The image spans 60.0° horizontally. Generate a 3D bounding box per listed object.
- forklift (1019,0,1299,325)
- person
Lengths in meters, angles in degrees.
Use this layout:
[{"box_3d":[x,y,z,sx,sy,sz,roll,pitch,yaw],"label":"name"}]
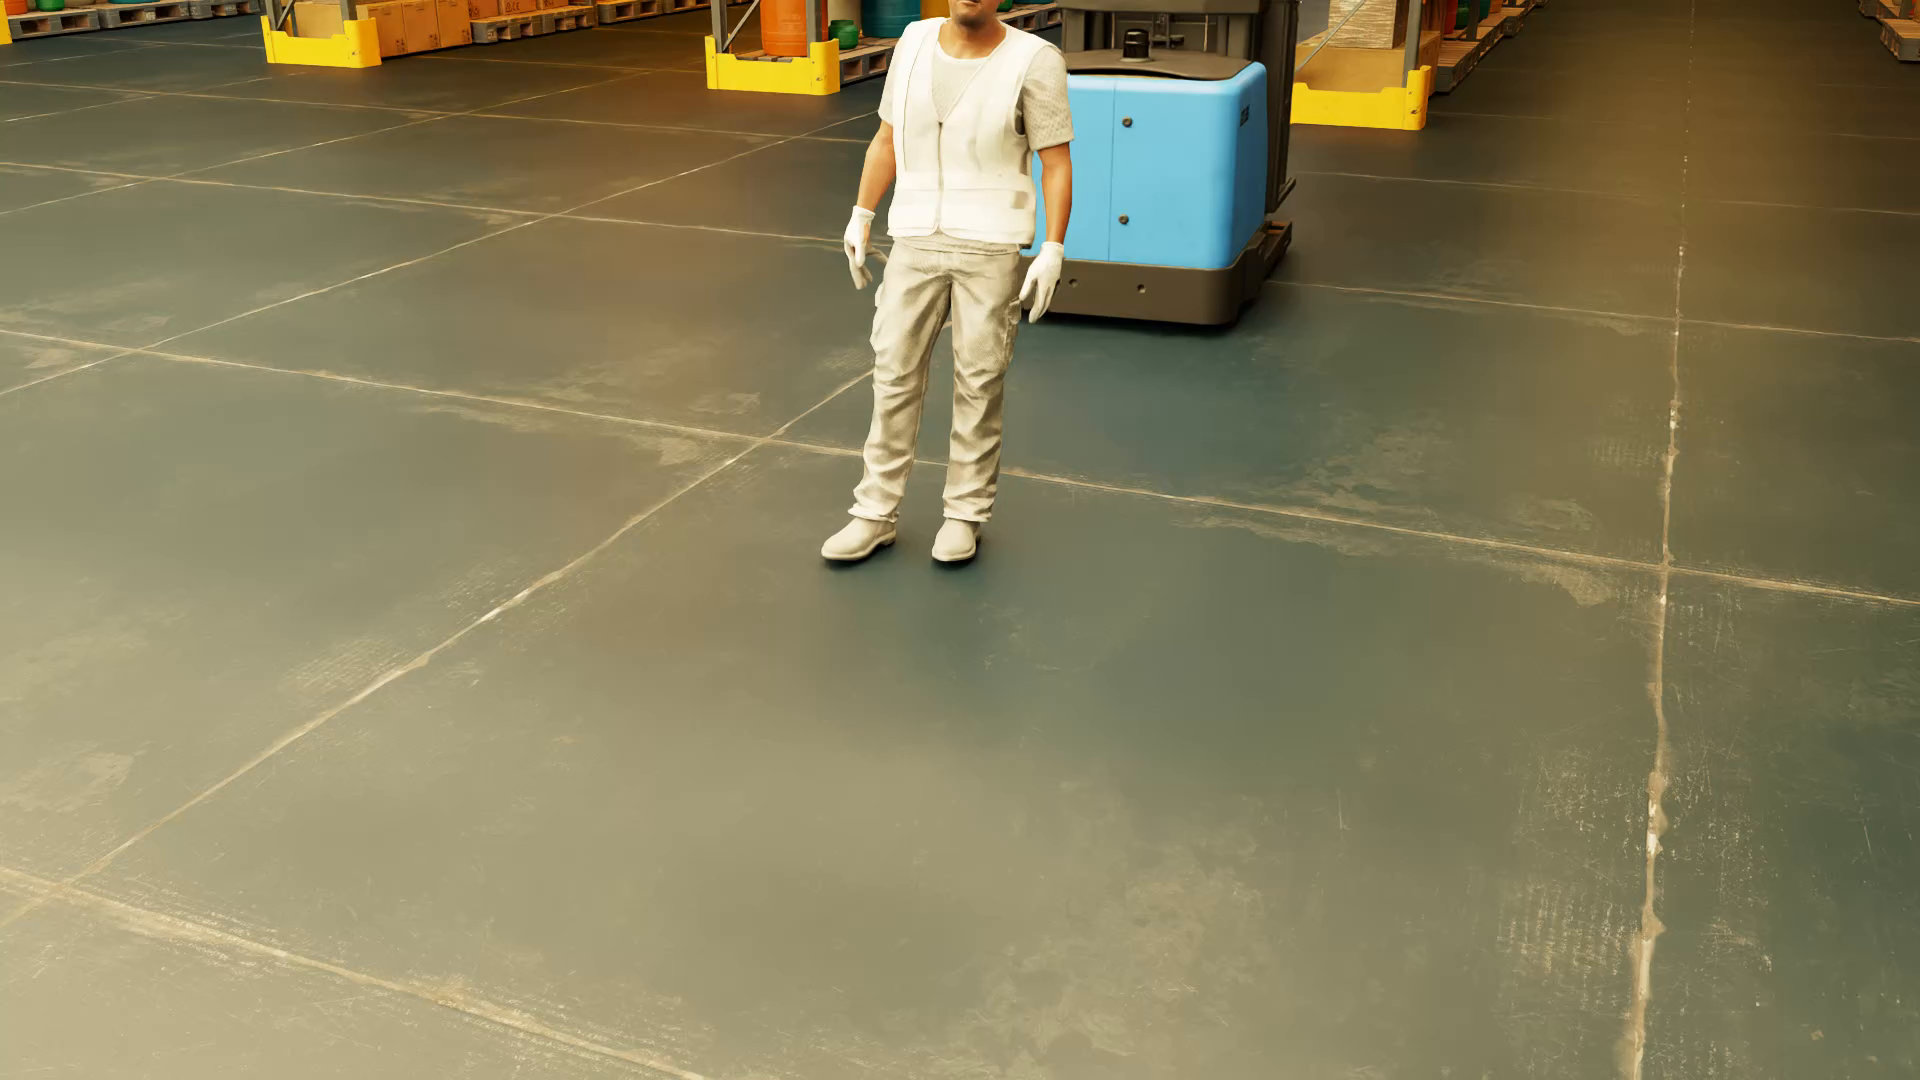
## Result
[{"box_3d":[1.101,-2.812,8.019,1.130,2.935,3.031,7,24,16],"label":"forklift"},{"box_3d":[-0.035,-0.805,4.687,0.657,1.785,0.575,9,24,21],"label":"person"}]
